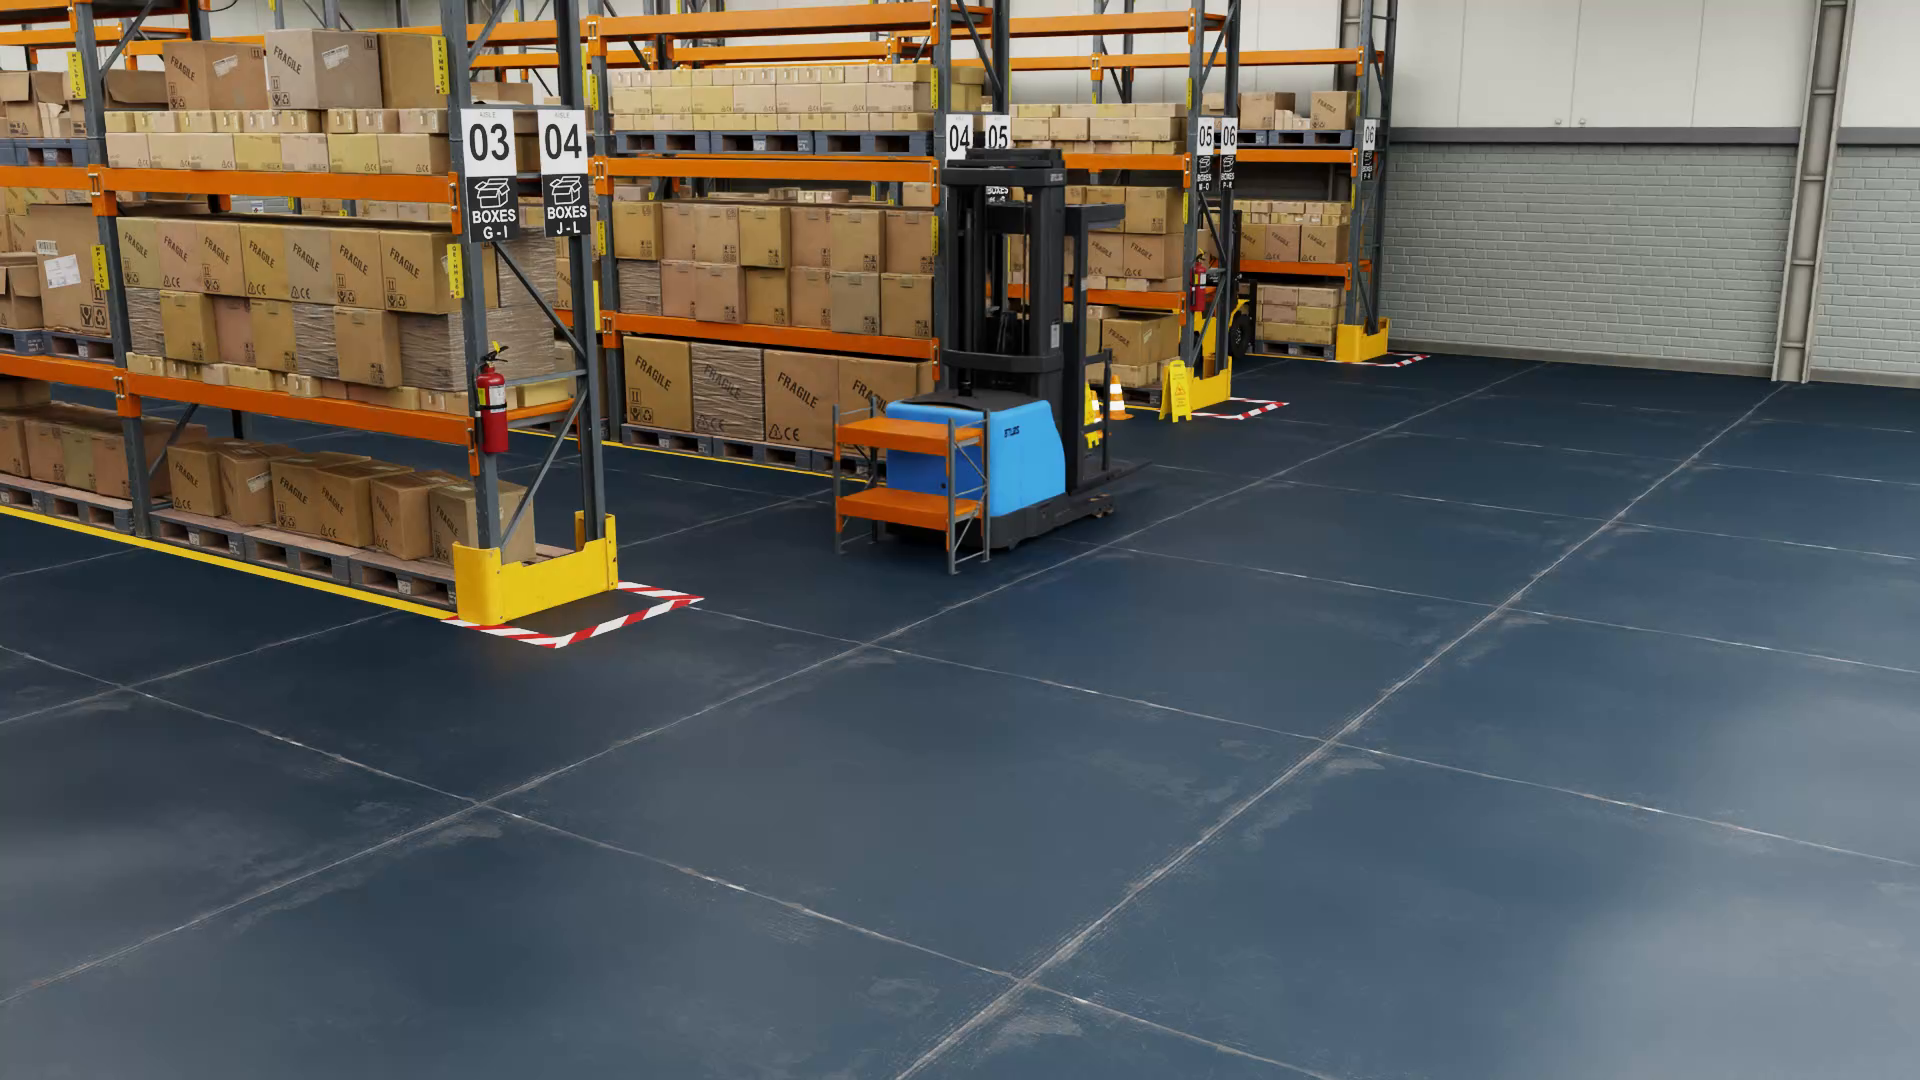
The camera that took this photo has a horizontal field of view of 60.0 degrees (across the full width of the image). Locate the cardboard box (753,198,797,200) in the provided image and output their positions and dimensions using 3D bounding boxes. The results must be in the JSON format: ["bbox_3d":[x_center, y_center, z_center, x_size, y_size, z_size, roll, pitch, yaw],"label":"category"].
[{"bbox_3d":[-2.467,-4.336,22.397,0.500,0.500,0.500,8,16,29],"label":"cardboard box"}]

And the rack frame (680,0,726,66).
[{"bbox_3d":[-4.406,-8.518,28.508,0.127,3.000,1.000,9,17,33],"label":"rack frame"}]

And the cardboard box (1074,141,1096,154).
[{"bbox_3d":[1.499,-4.474,18.933,0.250,0.149,0.380,9,17,32],"label":"cardboard box"}]

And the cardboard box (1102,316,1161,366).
[{"bbox_3d":[1.974,-2.295,19.141,0.500,0.500,0.500,9,17,33],"label":"cardboard box"}]

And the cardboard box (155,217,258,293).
[{"bbox_3d":[-5.419,-2.068,12.026,0.500,0.500,0.500,9,17,33],"label":"cardboard box"}]

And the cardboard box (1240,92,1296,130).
[{"bbox_3d":[4.254,-5.922,22.972,0.500,0.500,0.700,9,17,33],"label":"cardboard box"}]

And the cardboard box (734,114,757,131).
[{"bbox_3d":[-1.839,-3.809,15.165,0.250,0.149,0.380,9,17,34],"label":"cardboard box"}]

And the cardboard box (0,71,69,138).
[{"bbox_3d":[-7.183,-3.486,13.333,0.637,0.503,0.797,10,17,35],"label":"cardboard box"}]

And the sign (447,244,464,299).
[{"bbox_3d":[-3.073,-1.638,10.132,0.005,0.325,0.100,9,17,33],"label":"sign"}]

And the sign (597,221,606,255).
[{"bbox_3d":[-3.509,-2.957,16.281,0.005,0.325,0.100,9,17,33],"label":"sign"}]

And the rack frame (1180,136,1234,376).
[{"bbox_3d":[2.784,-3.007,18.728,0.127,3.000,1.000,9,17,33],"label":"rack frame"}]

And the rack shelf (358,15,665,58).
[{"bbox_3d":[-4.873,-5.180,17.350,4.000,0.370,1.077,9,17,33],"label":"rack shelf"}]

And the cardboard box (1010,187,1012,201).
[{"bbox_3d":[0.522,-3.974,19.726,0.500,0.500,0.700,9,16,32],"label":"cardboard box"}]

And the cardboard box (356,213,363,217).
[{"bbox_3d":[-9.407,-4.945,26.351,0.500,0.500,0.500,9,17,32],"label":"cardboard box"}]

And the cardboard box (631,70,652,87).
[{"bbox_3d":[-2.889,-4.366,15.756,0.250,0.149,0.380,9,17,32],"label":"cardboard box"}]

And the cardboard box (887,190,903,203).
[{"bbox_3d":[-0.728,-4.389,21.258,0.250,0.149,0.380,9,17,33],"label":"cardboard box"}]

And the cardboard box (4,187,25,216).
[{"bbox_3d":[-12.524,-4.651,22.461,0.500,0.500,0.500,10,17,34],"label":"cardboard box"}]

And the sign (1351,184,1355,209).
[{"bbox_3d":[5.237,-4.568,22.131,0.005,0.325,0.100,9,17,33],"label":"sign"}]

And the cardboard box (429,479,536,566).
[{"bbox_3d":[-3.256,-0.109,11.347,0.500,0.500,0.500,13,19,43],"label":"cardboard box"}]

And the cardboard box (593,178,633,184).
[{"bbox_3d":[-6.254,-6.263,30.013,0.500,0.500,0.500,10,17,34],"label":"cardboard box"}]

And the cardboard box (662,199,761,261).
[{"bbox_3d":[-2.406,-3.033,16.273,0.550,0.550,0.875,9,17,33],"label":"cardboard box"}]

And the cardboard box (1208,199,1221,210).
[{"bbox_3d":[3.661,-4.753,23.603,0.250,0.149,0.380,9,17,33],"label":"cardboard box"}]

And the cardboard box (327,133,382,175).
[{"bbox_3d":[-3.704,-2.495,10.728,0.500,0.250,0.500,9,17,33],"label":"cardboard box"}]

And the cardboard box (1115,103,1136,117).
[{"bbox_3d":[1.924,-4.787,18.541,0.250,0.149,0.380,9,16,32],"label":"cardboard box"}]

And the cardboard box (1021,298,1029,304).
[{"bbox_3d":[1.153,-3.758,25.830,0.625,0.625,0.875,9,17,32],"label":"cardboard box"}]

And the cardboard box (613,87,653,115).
[{"bbox_3d":[-2.964,-4.201,15.922,0.500,0.250,0.500,9,17,33],"label":"cardboard box"}]

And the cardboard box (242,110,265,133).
[{"bbox_3d":[-4.632,-2.844,11.310,0.250,0.149,0.380,10,17,34],"label":"cardboard box"}]

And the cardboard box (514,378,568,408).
[{"bbox_3d":[-2.850,-0.995,11.122,0.250,0.149,0.380,9,17,33],"label":"cardboard box"}]

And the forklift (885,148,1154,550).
[{"bbox_3d":[0.633,-1.653,13.400,1.130,2.935,3.031,9,16,31],"label":"forklift"}]

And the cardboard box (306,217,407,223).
[{"bbox_3d":[-4.296,-2.038,11.907,0.500,0.500,0.500,9,17,33],"label":"cardboard box"}]

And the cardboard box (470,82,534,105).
[{"bbox_3d":[-4.934,-4.659,17.869,0.500,0.500,0.500,9,17,33],"label":"cardboard box"}]

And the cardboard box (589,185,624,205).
[{"bbox_3d":[-4.859,-4.698,23.270,0.500,0.500,0.500,10,17,34],"label":"cardboard box"}]

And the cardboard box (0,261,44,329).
[{"bbox_3d":[-7.556,-2.035,13.714,0.637,0.503,0.797,11,18,38],"label":"cardboard box"}]

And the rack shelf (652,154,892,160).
[{"bbox_3d":[-2.195,-4.918,21.704,4.000,0.370,1.077,9,17,33],"label":"rack shelf"}]

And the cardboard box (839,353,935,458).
[{"bbox_3d":[-0.494,-1.257,15.205,0.875,0.875,0.875,9,17,33],"label":"cardboard box"}]

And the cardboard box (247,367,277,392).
[{"bbox_3d":[-4.803,-1.158,11.782,0.250,0.149,0.380,9,17,33],"label":"cardboard box"}]

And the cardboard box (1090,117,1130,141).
[{"bbox_3d":[1.800,-4.620,18.694,0.500,0.250,0.500,9,16,32],"label":"cardboard box"}]

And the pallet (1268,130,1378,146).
[{"bbox_3d":[4.979,-5.510,22.782,1.213,0.211,1.003,9,17,33],"label":"pallet"}]

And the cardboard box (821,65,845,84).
[{"bbox_3d":[-0.998,-4.060,14.521,0.250,0.149,0.380,10,17,34],"label":"cardboard box"}]

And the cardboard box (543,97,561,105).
[{"bbox_3d":[-5.478,-5.967,23.360,0.500,0.500,0.500,9,17,33],"label":"cardboard box"}]

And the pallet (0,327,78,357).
[{"bbox_3d":[-7.719,-1.753,14.063,1.213,0.211,1.003,9,17,33],"label":"pallet"}]

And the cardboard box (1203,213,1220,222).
[{"bbox_3d":[3.622,-4.590,23.566,0.250,0.149,0.380,9,16,32],"label":"cardboard box"}]

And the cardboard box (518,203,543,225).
[{"bbox_3d":[-4.476,-3.279,17.536,0.500,0.500,0.700,9,17,33],"label":"cardboard box"}]

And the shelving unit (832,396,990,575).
[{"bbox_3d":[-0.357,-0.414,12.153,1.048,1.125,0.538,9,17,33],"label":"shelving unit"}]

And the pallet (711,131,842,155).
[{"bbox_3d":[-1.533,-3.680,15.390,1.213,0.211,1.003,9,17,33],"label":"pallet"}]

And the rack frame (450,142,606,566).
[{"bbox_3d":[-2.747,-1.031,10.746,0.127,3.000,1.000,9,17,33],"label":"rack frame"}]

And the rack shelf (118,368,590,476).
[{"bbox_3d":[-4.406,-0.950,11.915,4.000,0.370,1.077,9,17,33],"label":"rack shelf"}]

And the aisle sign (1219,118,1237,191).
[{"bbox_3d":[3.008,-4.322,18.631,0.004,0.787,0.394,9,17,33],"label":"aisle sign"}]

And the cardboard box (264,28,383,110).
[{"bbox_3d":[-4.174,-3.080,10.913,0.500,0.500,0.500,9,17,33],"label":"cardboard box"}]

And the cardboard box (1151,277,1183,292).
[{"bbox_3d":[2.354,-2.892,18.788,0.250,0.149,0.380,10,17,35],"label":"cardboard box"}]

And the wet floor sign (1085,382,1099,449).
[{"bbox_3d":[1.234,-1.254,16.548,0.232,0.644,0.267,6,15,23],"label":"wet floor sign"}]

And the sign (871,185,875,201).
[{"bbox_3d":[-1.382,-5.484,26.490,0.005,0.325,0.100,9,17,33],"label":"sign"}]

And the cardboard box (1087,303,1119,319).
[{"bbox_3d":[1.632,-2.646,19.208,0.250,0.149,0.380,10,17,34],"label":"cardboard box"}]

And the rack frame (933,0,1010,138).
[{"bbox_3d":[0.105,-4.918,13.965,0.127,3.000,1.000,9,17,33],"label":"rack frame"}]
